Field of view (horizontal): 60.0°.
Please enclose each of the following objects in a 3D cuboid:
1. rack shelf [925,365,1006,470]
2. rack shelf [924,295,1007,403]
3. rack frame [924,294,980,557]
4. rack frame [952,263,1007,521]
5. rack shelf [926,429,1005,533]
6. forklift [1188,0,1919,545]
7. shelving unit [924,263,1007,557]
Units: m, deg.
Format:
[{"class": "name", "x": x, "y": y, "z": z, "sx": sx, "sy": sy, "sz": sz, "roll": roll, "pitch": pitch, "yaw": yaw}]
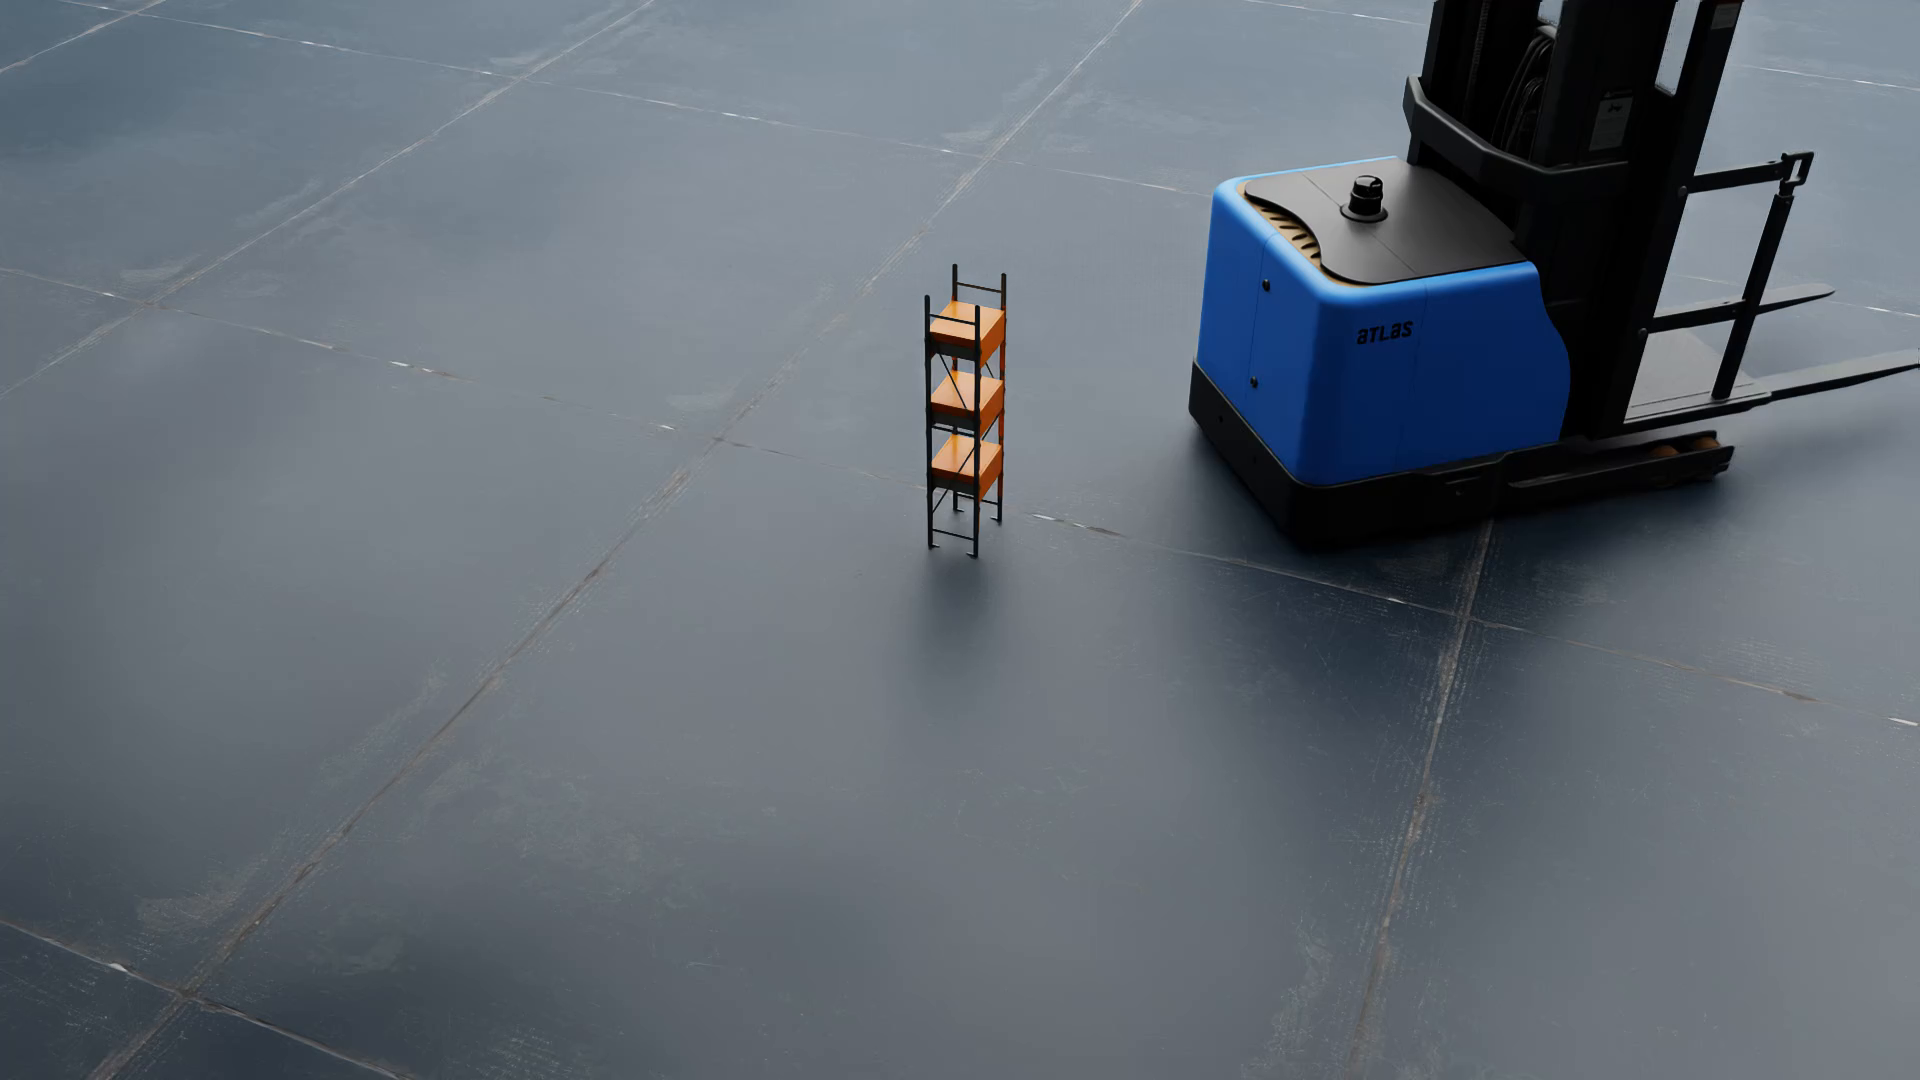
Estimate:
[{"class": "rack shelf", "x": 0.020, "y": -0.442, "z": 5.982, "sx": 0.215, "sy": 0.259, "sz": 0.240, "roll": 14, "pitch": 39, "yaw": 18}, {"class": "rack shelf", "x": 0.020, "y": -0.669, "z": 5.812, "sx": 0.215, "sy": 0.259, "sz": 0.240, "roll": 14, "pitch": 39, "yaw": 18}, {"class": "rack frame", "x": -0.026, "y": -0.383, "z": 5.885, "sx": 0.200, "sy": 1.050, "sz": 0.008, "roll": 14, "pitch": 39, "yaw": 18}, {"class": "rack frame", "x": 0.067, "y": -0.518, "z": 6.066, "sx": 0.200, "sy": 1.050, "sz": 0.008, "roll": 14, "pitch": 39, "yaw": 18}, {"class": "rack shelf", "x": 0.020, "y": -0.219, "z": 6.148, "sx": 0.215, "sy": 0.259, "sz": 0.240, "roll": 14, "pitch": 39, "yaw": 18}, {"class": "forklift", "x": 2.516, "y": -1.667, "z": 6.033, "sx": 3.031, "sy": 2.935, "sz": 1.130, "roll": -11, "pitch": 38, "yaw": -14}, {"class": "shelving unit", "x": 0.020, "y": -0.450, "z": 5.975, "sx": 0.215, "sy": 1.050, "sz": 0.252, "roll": 14, "pitch": 39, "yaw": 18}]
